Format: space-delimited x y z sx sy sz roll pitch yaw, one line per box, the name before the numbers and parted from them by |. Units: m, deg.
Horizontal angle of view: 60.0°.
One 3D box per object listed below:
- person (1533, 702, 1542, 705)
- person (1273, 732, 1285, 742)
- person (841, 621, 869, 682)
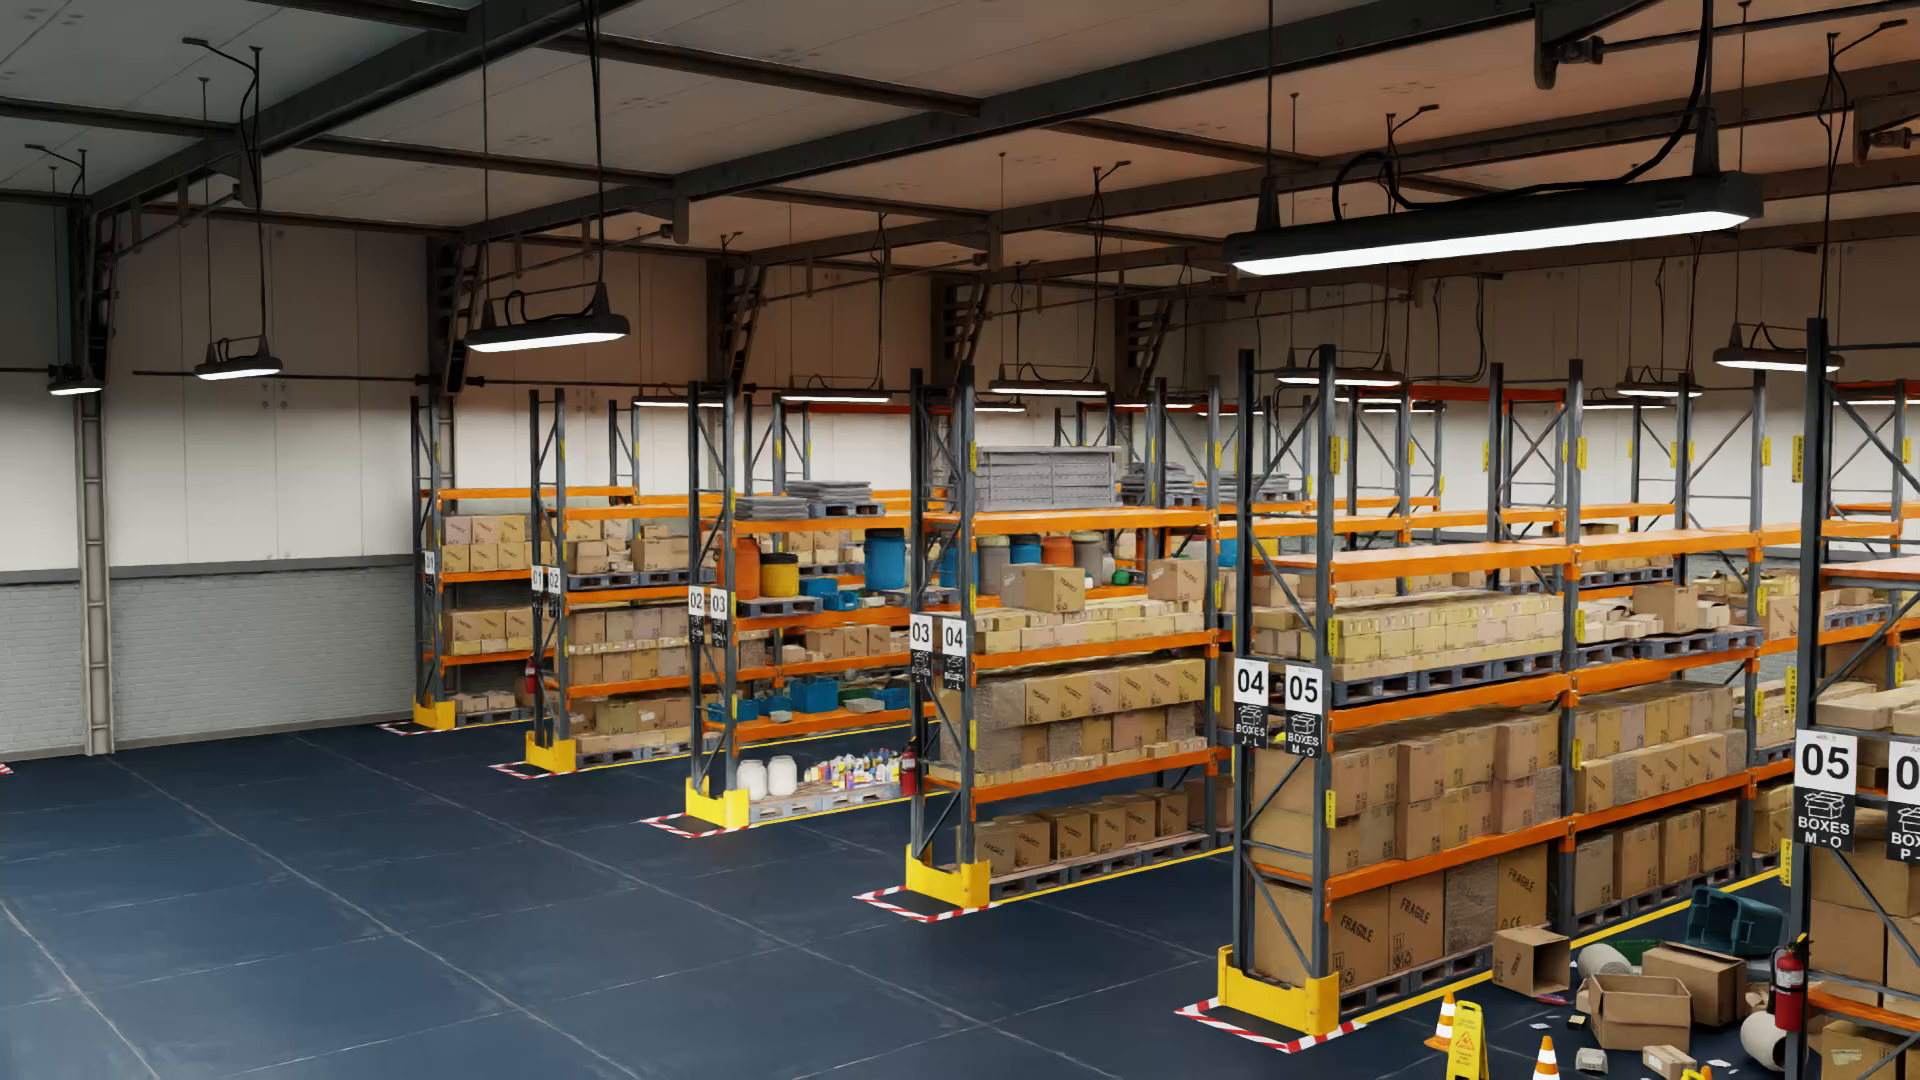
person | 7.644 2.996 22.073 0.732 1.711 0.618 -1 4 -20
person | 3.883 3.139 20.106 0.730 1.702 0.853 -2 4 -26
person | -2.048 2.368 33.033 0.738 1.711 0.675 -3 5 -43
